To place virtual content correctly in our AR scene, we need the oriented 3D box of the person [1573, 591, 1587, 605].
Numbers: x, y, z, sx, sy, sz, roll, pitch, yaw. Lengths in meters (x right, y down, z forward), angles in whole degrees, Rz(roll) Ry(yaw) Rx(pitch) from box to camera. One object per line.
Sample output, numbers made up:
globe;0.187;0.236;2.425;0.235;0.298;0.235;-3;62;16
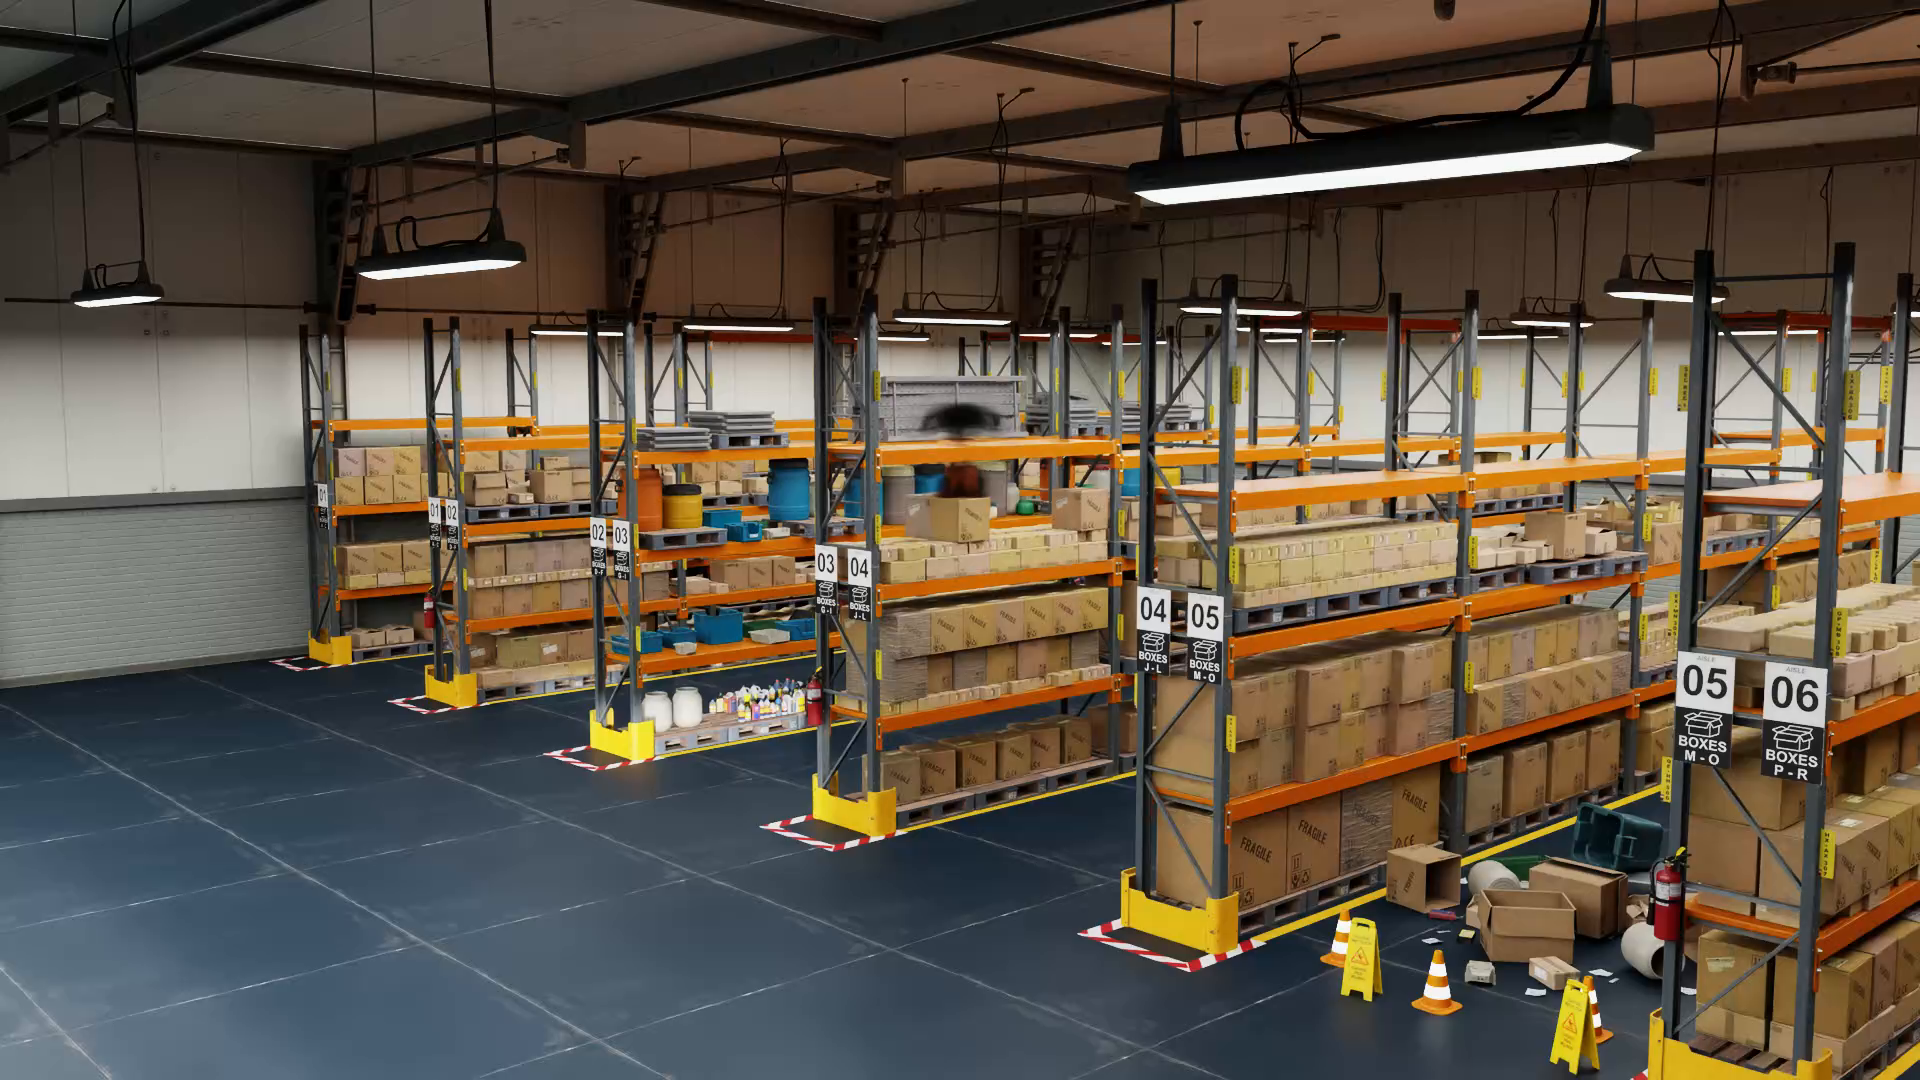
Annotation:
person;11.616;1.207;31.597;0.590;1.601;0.737;-3;6;-26
